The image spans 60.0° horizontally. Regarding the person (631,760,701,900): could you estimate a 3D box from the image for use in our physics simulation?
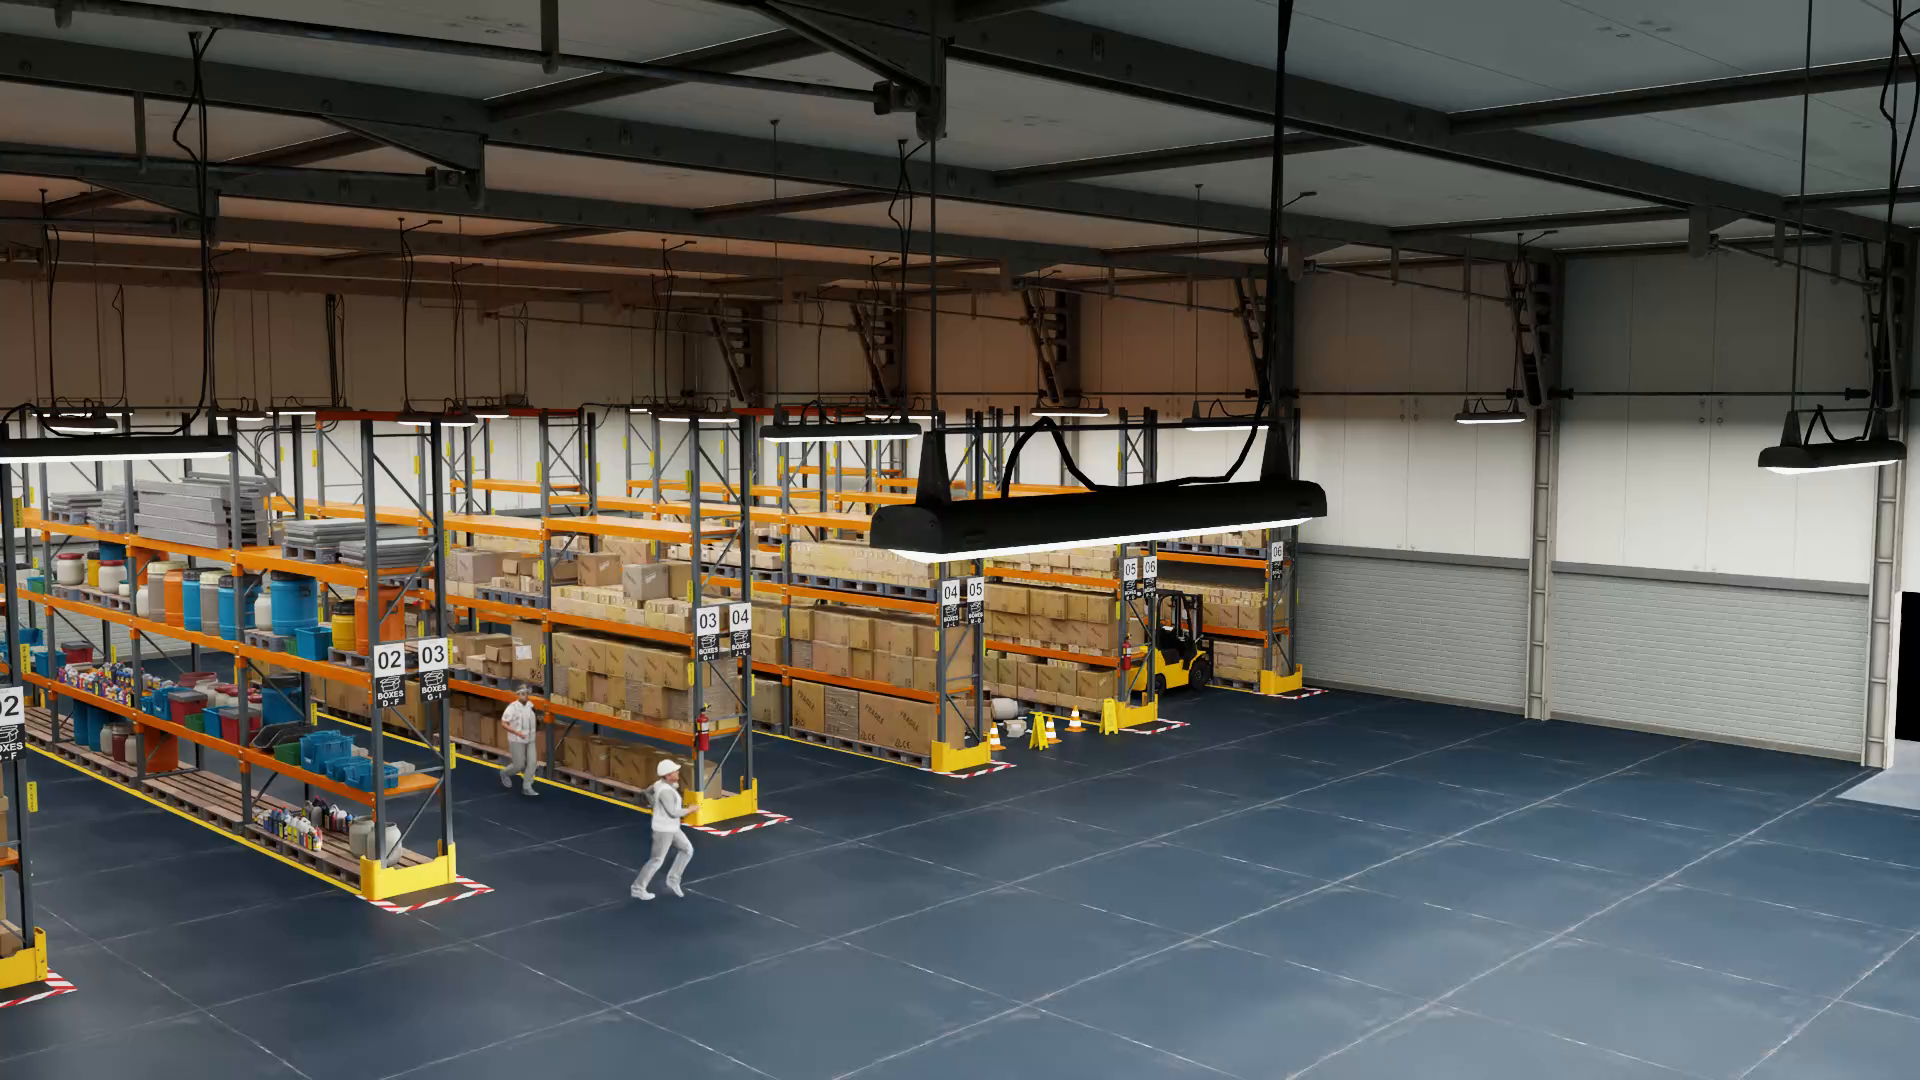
[{"bbox_3d":[-3.673,3.612,20.731,0.874,1.788,0.662,-1,5,-10],"label":"person"}]

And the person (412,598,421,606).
[{"bbox_3d":[-12.693,2.049,39.070,0.701,1.653,0.623,1,5,12],"label":"person"}]

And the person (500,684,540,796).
[{"bbox_3d":[-6.923,3.132,26.215,0.772,1.755,0.660,4,6,36],"label":"person"}]
